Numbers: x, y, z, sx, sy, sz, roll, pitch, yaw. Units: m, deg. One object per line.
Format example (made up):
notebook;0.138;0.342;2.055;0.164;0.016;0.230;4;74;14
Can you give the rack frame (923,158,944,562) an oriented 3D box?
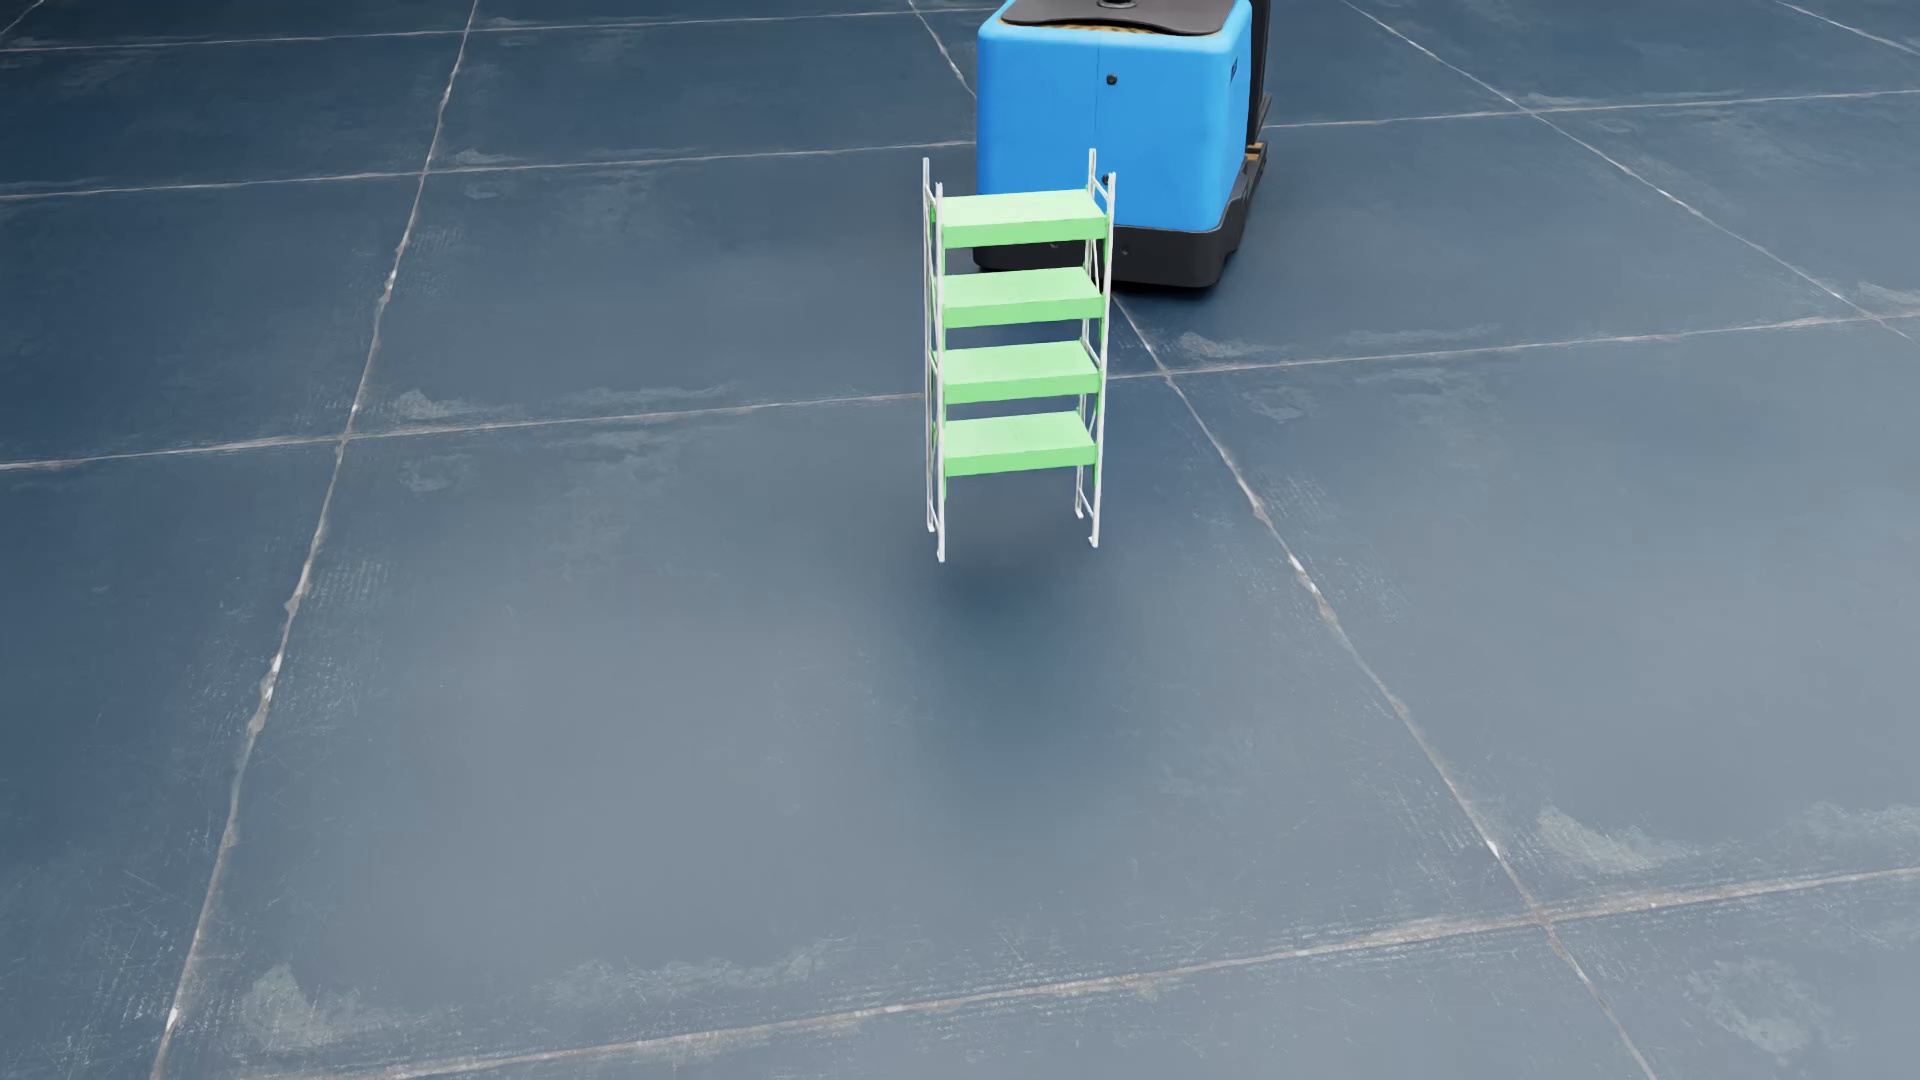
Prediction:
rack frame;-0.077;-0.510;4.934;0.015;1.200;0.240;-5;31;-9

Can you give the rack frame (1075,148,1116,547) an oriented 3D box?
rack frame;0.403;-0.555;5.009;0.015;1.200;0.240;-5;31;-9

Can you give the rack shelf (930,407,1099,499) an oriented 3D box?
rack shelf;0.163;-0.270;5.126;0.480;0.148;0.258;-5;31;-9

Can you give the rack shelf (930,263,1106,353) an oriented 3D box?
rack shelf;0.163;-0.684;4.882;0.480;0.148;0.258;-5;31;-9

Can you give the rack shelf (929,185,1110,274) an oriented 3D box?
rack shelf;0.163;-0.891;4.761;0.480;0.148;0.258;-5;31;-9

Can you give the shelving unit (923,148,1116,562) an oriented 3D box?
shelving unit;0.163;-0.532;4.972;0.503;1.200;0.258;-5;31;-9

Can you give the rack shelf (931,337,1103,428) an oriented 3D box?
rack shelf;0.163;-0.477;5.004;0.480;0.148;0.258;-5;31;-9

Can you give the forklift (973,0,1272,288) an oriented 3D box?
forklift;0.926;-3.043;7.533;1.130;2.935;3.031;8;31;13
